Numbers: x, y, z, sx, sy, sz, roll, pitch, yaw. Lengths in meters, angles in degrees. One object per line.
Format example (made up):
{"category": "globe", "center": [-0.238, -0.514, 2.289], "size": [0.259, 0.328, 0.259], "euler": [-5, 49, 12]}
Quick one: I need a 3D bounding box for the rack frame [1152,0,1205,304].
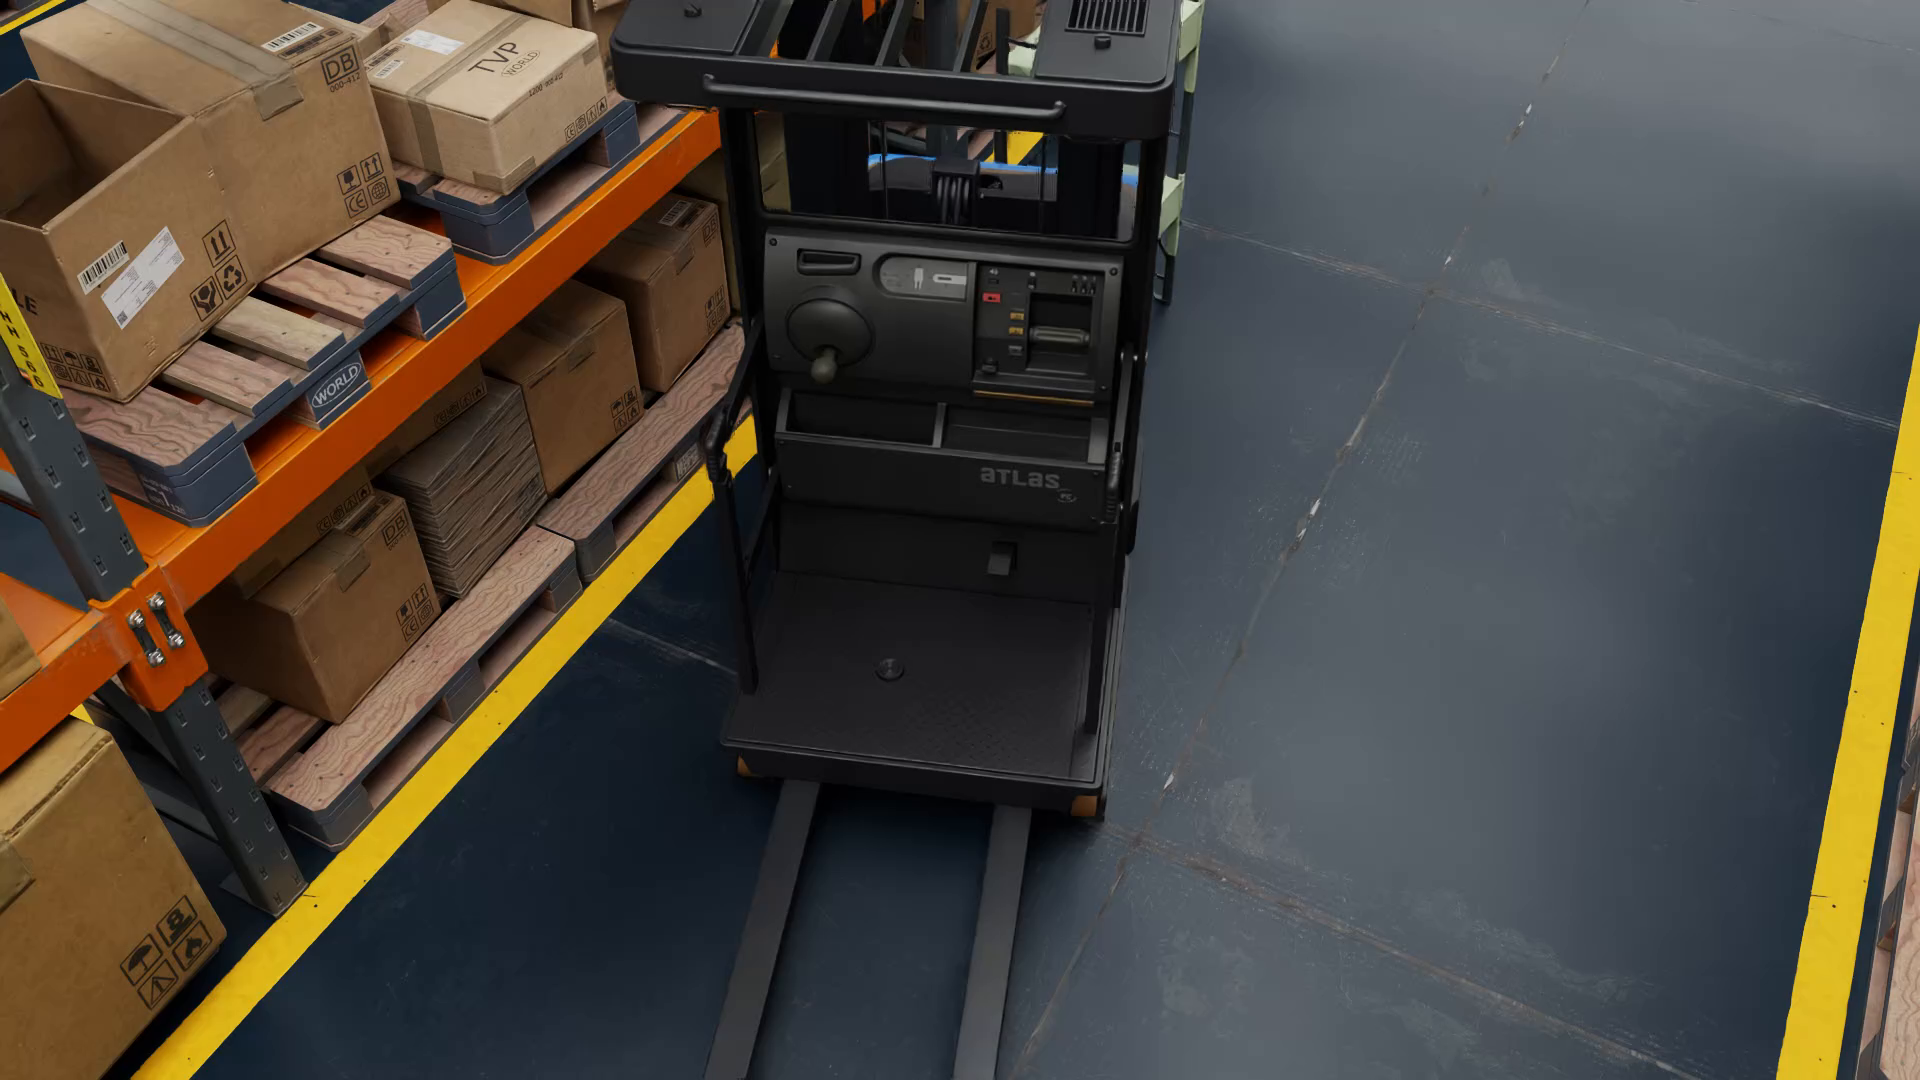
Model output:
{"category": "rack frame", "center": [0.677, -1.558, 6.235], "size": [0.400, 1.500, 0.023], "euler": [24, 50, 22]}

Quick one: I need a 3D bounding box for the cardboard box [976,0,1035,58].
{"category": "cardboard box", "center": [0.001, -2.578, 7.651], "size": [0.500, 0.500, 0.500], "euler": [-34, 55, -29]}

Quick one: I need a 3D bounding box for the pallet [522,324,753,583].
{"category": "pallet", "center": [-1.405, -0.464, 6.060], "size": [1.003, 0.211, 1.213], "euler": [20, 49, 19]}

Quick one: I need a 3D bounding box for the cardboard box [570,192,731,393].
{"category": "cardboard box", "center": [-1.281, -0.956, 6.034], "size": [0.700, 0.500, 0.500], "euler": [17, 48, 16]}

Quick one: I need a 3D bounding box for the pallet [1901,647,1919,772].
{"category": "pallet", "center": [3.577, 0.416, 5.190], "size": [1.003, 0.211, 1.213], "euler": [20, 49, 19]}

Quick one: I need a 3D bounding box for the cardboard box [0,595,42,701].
{"category": "cardboard box", "center": [-2.346, 0.171, 3.402], "size": [0.500, 0.500, 0.500], "euler": [22, 49, 20]}

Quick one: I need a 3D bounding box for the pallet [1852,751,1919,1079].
{"category": "pallet", "center": [3.012, 1.188, 4.428], "size": [1.003, 0.211, 1.213], "euler": [20, 49, 19]}

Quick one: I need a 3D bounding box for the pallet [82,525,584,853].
{"category": "pallet", "center": [-1.972, 0.302, 5.303], "size": [1.003, 0.211, 1.213], "euler": [20, 49, 19]}

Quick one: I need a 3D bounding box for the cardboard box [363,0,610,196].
{"category": "cardboard box", "center": [-1.354, -1.262, 4.698], "size": [0.500, 0.250, 0.500], "euler": [19, 48, 18]}

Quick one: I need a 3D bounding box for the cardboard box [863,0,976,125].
{"category": "cardboard box", "center": [-0.258, -2.214, 7.292], "size": [0.500, 0.500, 0.500], "euler": [19, 48, 18]}

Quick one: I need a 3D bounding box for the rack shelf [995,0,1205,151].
{"category": "rack shelf", "center": [0.485, -1.610, 5.739], "size": [0.431, 0.370, 0.720], "euler": [24, 50, 22]}

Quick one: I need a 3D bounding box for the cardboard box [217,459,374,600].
{"category": "cardboard box", "center": [-2.052, -0.158, 4.718], "size": [0.500, 0.250, 0.500], "euler": [22, 49, 21]}

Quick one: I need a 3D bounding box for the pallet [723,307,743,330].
{"category": "pallet", "center": [-0.839, -1.236, 6.823], "size": [1.003, 0.211, 1.213], "euler": [20, 49, 19]}

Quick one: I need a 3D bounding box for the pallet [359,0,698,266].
{"category": "pallet", "center": [-1.453, -1.380, 5.140], "size": [1.003, 0.211, 1.213], "euler": [20, 49, 19]}

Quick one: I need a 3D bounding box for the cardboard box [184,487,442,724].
{"category": "cardboard box", "center": [-2.043, 0.109, 4.982], "size": [0.700, 0.500, 0.500], "euler": [18, 48, 17]}

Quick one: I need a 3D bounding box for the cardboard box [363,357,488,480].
{"category": "cardboard box", "center": [-1.814, -0.496, 5.052], "size": [0.500, 0.250, 0.500], "euler": [26, 51, 23]}

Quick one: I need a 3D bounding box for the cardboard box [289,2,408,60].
{"category": "cardboard box", "center": [-1.801, -1.427, 4.850], "size": [0.396, 0.266, 0.258], "euler": [19, 48, 18]}

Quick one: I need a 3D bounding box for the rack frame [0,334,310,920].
{"category": "rack frame", "center": [-2.336, -0.187, 3.826], "size": [1.000, 3.000, 0.127], "euler": [20, 49, 19]}

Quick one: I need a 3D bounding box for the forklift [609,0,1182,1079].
{"category": "forklift", "center": [-0.079, -0.484, 4.168], "size": [1.130, 2.935, 3.031], "euler": [6, 46, 6]}

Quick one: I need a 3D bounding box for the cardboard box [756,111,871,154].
{"category": "cardboard box", "center": [-0.783, -1.603, 6.673], "size": [0.700, 0.500, 0.500], "euler": [17, 48, 16]}

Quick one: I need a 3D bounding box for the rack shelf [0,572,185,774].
{"category": "rack shelf", "center": [-3.265, 1.326, 2.836], "size": [1.077, 0.370, 4.000], "euler": [20, 49, 19]}

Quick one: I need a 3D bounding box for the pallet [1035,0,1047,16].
{"category": "pallet", "center": [0.366, -2.933, 8.500], "size": [1.003, 0.211, 1.213], "euler": [20, 49, 19]}

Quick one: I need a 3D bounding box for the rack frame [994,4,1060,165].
{"category": "rack frame", "center": [0.294, -1.114, 5.797], "size": [0.400, 1.500, 0.023], "euler": [24, 50, 22]}

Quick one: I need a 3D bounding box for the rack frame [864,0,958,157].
{"category": "rack frame", "center": [-0.479, -2.707, 6.316], "size": [1.000, 3.000, 0.127], "euler": [20, 49, 19]}

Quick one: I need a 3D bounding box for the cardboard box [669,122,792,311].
{"category": "cardboard box", "center": [-1.021, -1.309, 6.383], "size": [0.700, 0.500, 0.500], "euler": [20, 49, 19]}

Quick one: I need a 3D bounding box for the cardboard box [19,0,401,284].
{"category": "cardboard box", "center": [-1.950, -1.108, 4.370], "size": [0.700, 0.500, 0.500], "euler": [28, 51, 25]}

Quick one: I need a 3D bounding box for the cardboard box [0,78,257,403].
{"category": "cardboard box", "center": [-2.121, -0.723, 3.990], "size": [0.500, 0.500, 0.500], "euler": [15, 47, 14]}

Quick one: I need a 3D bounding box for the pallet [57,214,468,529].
{"category": "pallet", "center": [-2.100, -0.603, 4.372], "size": [1.213, 0.211, 1.003], "euler": [20, 49, 19]}

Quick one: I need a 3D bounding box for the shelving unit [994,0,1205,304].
{"category": "shelving unit", "center": [0.485, -1.336, 6.016], "size": [0.431, 1.500, 0.755], "euler": [24, 50, 22]}

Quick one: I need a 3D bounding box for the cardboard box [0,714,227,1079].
{"category": "cardboard box", "center": [-2.675, 0.840, 4.009], "size": [1.225, 0.875, 0.875], "euler": [18, 48, 17]}

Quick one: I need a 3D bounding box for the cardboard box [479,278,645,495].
{"category": "cardboard box", "center": [-1.540, -0.605, 5.687], "size": [0.700, 0.500, 0.500], "euler": [24, 50, 22]}

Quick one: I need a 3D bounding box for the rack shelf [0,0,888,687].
{"category": "rack shelf", "center": [-1.408, -1.194, 5.327], "size": [1.077, 0.370, 4.000], "euler": [20, 49, 19]}

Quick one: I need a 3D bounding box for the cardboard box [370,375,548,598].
{"category": "cardboard box", "center": [-1.797, -0.245, 5.331], "size": [0.700, 0.500, 0.500], "euler": [17, 48, 16]}

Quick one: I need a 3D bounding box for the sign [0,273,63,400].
{"category": "sign", "center": [-1.843, -0.413, 3.235], "size": [0.100, 0.325, 0.005], "euler": [20, 49, 19]}

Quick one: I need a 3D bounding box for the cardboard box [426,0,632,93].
{"category": "cardboard box", "center": [-1.202, -1.768, 5.021], "size": [0.797, 0.503, 0.637], "euler": [25, 51, 23]}

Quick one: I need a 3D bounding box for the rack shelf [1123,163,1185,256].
{"category": "rack shelf", "center": [0.485, -1.107, 6.248], "size": [0.431, 0.370, 0.720], "euler": [24, 50, 22]}

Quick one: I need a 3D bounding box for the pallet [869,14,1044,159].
{"category": "pallet", "center": [-0.199, -2.161, 7.738], "size": [1.003, 0.211, 1.213], "euler": [20, 49, 19]}

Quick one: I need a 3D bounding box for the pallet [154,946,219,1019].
{"category": "pallet", "center": [-2.769, 1.265, 4.351], "size": [1.003, 0.211, 1.213], "euler": [20, 49, 19]}
